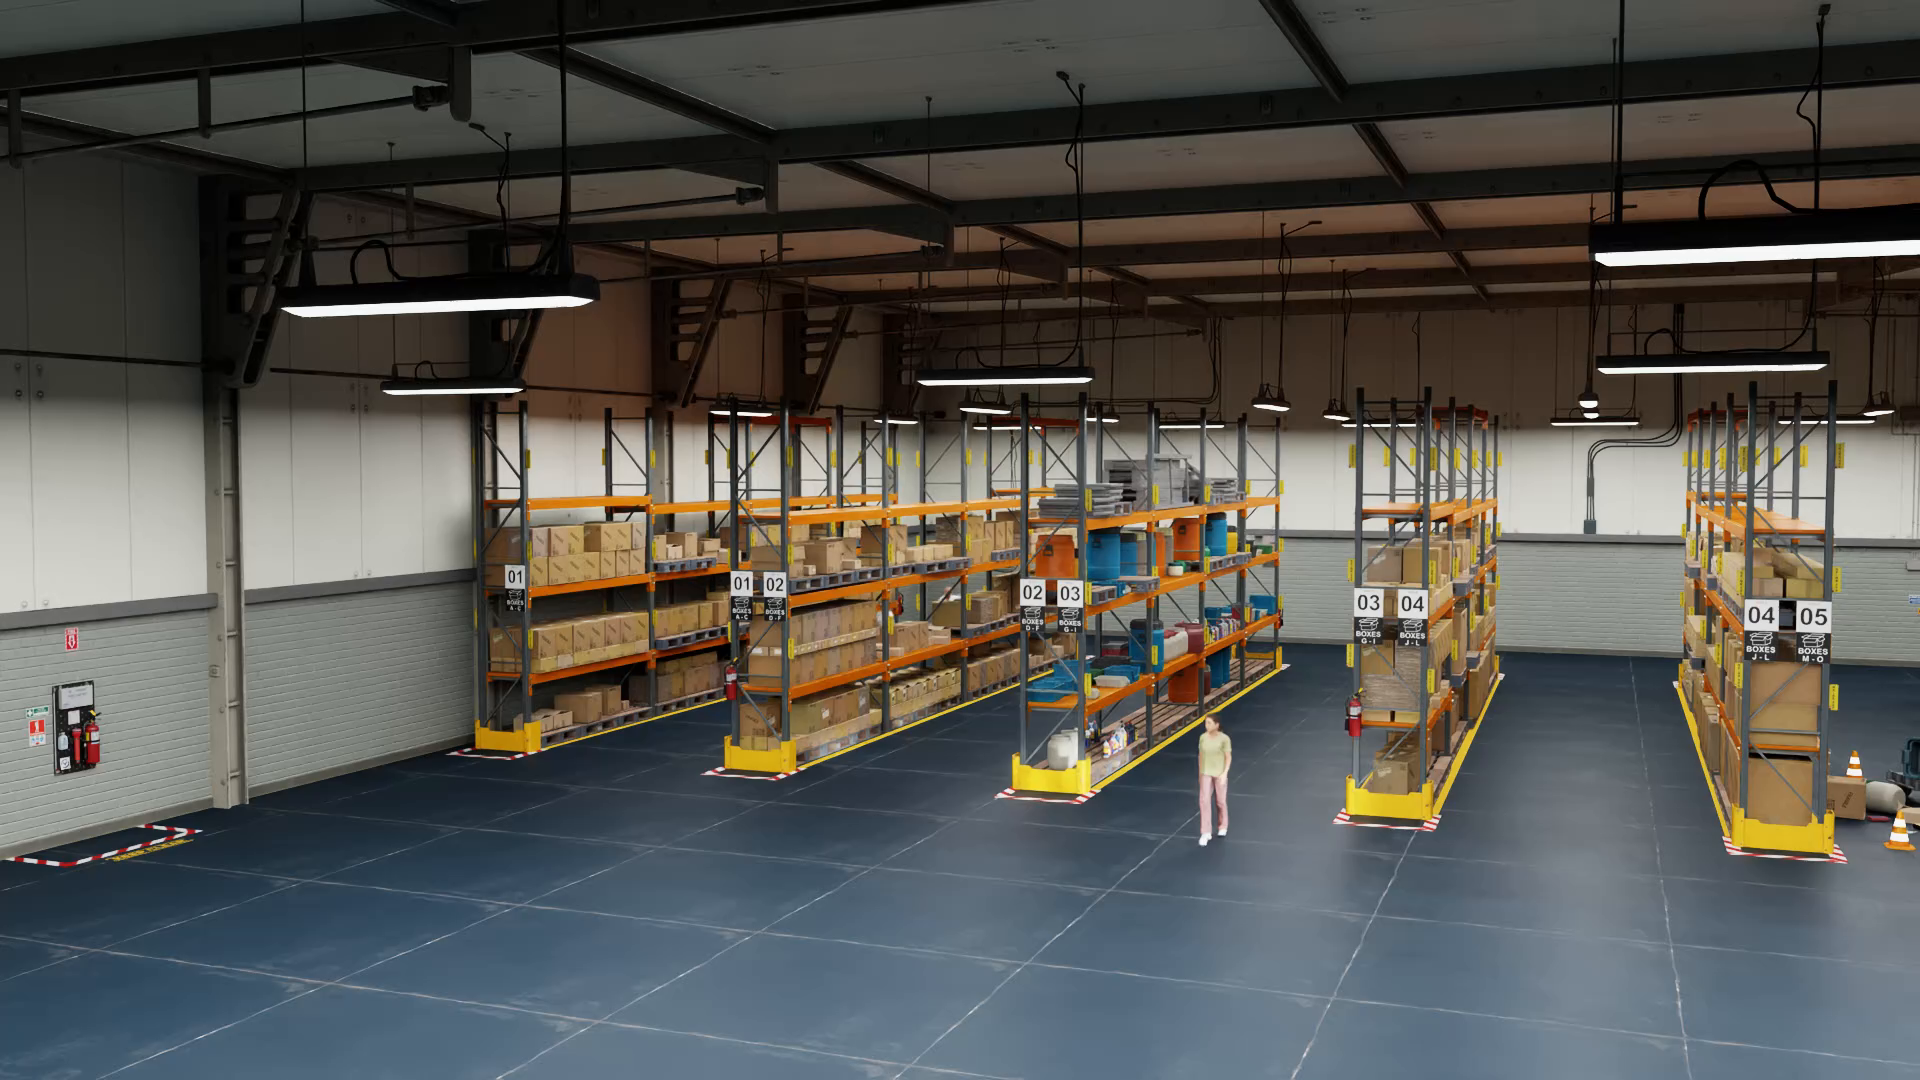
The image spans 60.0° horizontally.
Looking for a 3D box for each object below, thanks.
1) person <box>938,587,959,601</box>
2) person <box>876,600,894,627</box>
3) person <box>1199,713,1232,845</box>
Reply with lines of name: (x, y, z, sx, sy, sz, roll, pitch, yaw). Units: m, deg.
person: (-0.255, 2.104, 43.420, 0.722, 1.593, 0.638, 1, 3, 28)
person: (-1.769, 2.232, 39.748, 0.457, 1.641, 0.863, 1, 3, 18)
person: (3.319, 3.103, 21.802, 0.473, 1.652, 0.842, 1, 3, 22)
